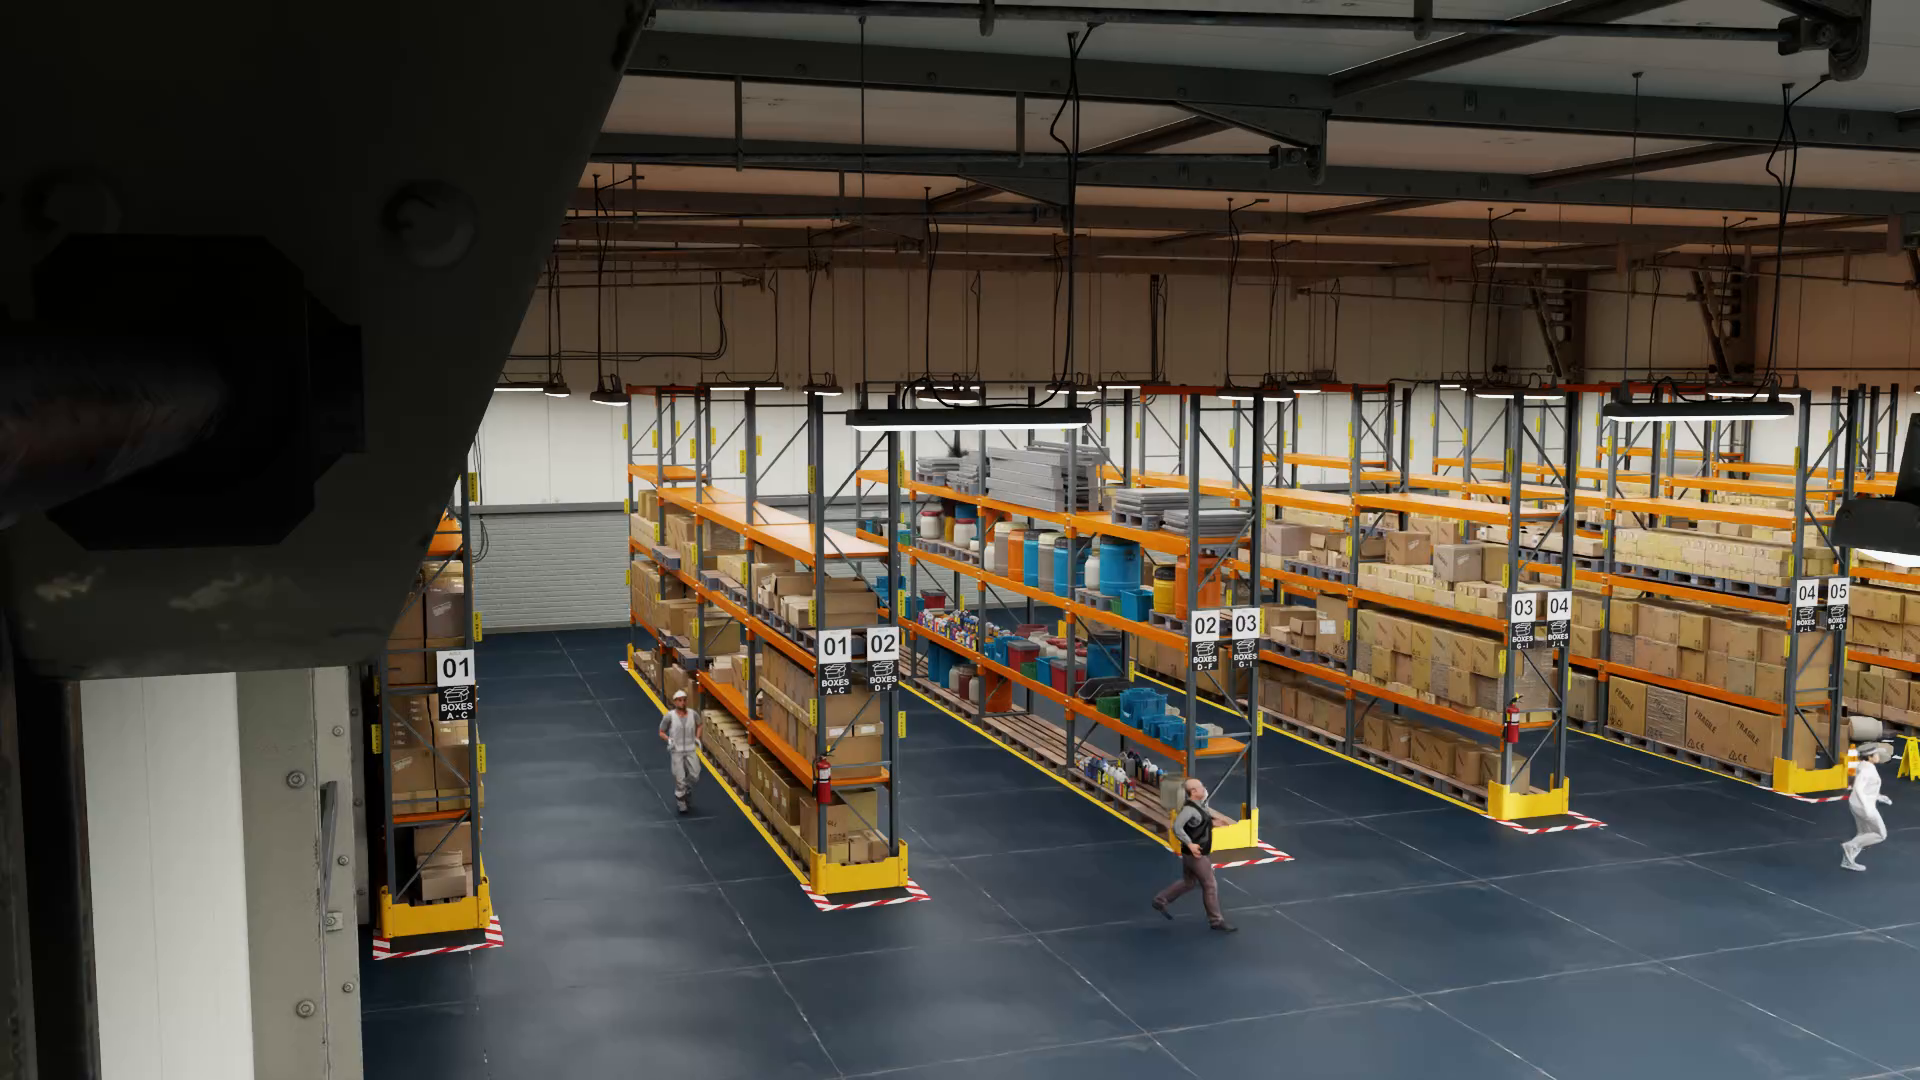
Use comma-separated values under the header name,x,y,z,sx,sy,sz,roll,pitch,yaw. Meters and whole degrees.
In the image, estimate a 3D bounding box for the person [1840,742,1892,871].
name,x,y,z,sx,sy,sz,roll,pitch,yaw
person,11.433,3.359,20.939,0.575,1.639,0.603,2,6,17

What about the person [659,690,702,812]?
name,x,y,z,sx,sy,sz,roll,pitch,yaw
person,-3.946,3.014,23.719,0.649,1.739,0.603,-2,6,-22

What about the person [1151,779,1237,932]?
name,x,y,z,sx,sy,sz,roll,pitch,yaw
person,2.641,3.524,18.694,0.969,1.707,0.657,1,6,8

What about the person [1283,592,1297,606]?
name,x,y,z,sx,sy,sz,roll,pitch,yaw
person,8.241,1.237,41.671,0.591,1.635,0.576,-1,6,-12
